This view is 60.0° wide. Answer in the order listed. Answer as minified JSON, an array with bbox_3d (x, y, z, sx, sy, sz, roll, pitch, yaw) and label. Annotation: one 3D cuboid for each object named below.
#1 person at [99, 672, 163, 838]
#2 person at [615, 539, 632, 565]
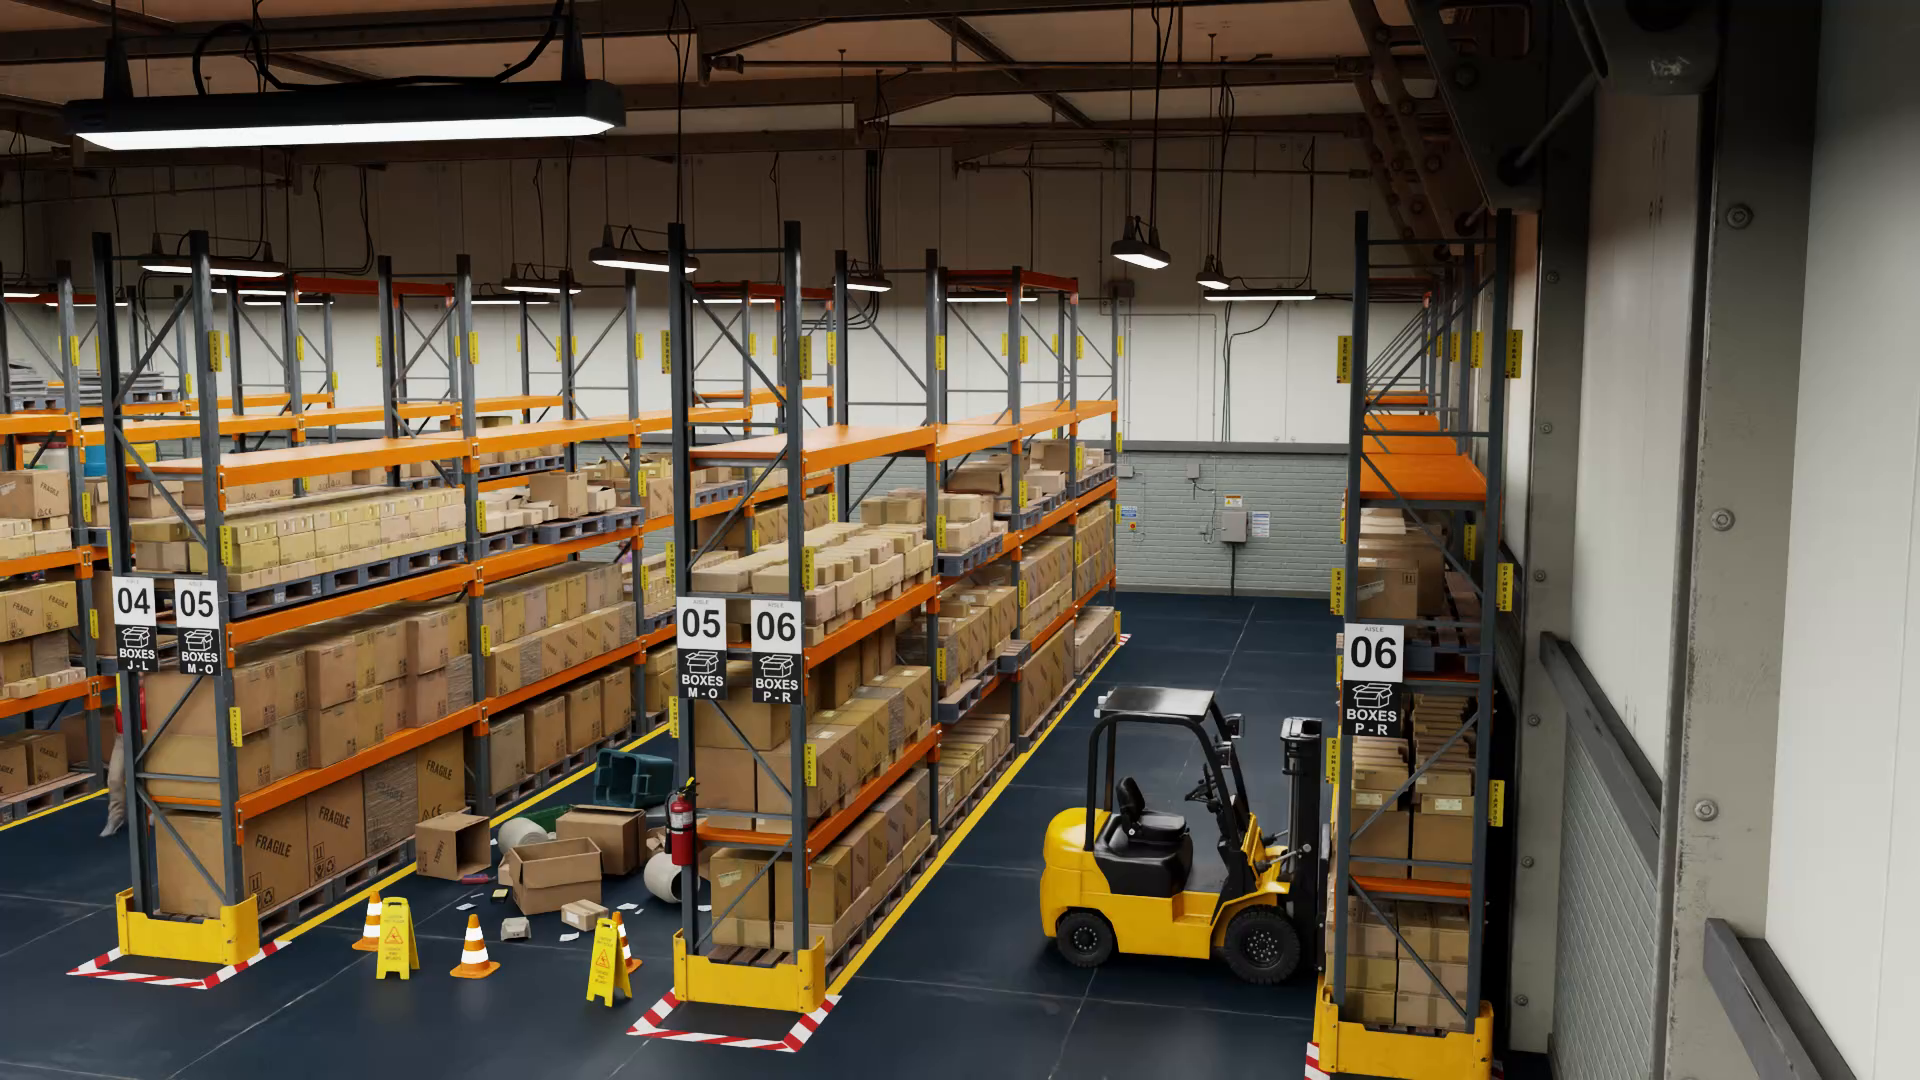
[{"bbox_3d":[-8.720,2.210,17.468,0.560,1.763,0.673,1,7,9],"label":"person"},{"bbox_3d":[-5.935,0.747,29.798,0.421,1.562,0.768,1,7,11],"label":"person"}]
